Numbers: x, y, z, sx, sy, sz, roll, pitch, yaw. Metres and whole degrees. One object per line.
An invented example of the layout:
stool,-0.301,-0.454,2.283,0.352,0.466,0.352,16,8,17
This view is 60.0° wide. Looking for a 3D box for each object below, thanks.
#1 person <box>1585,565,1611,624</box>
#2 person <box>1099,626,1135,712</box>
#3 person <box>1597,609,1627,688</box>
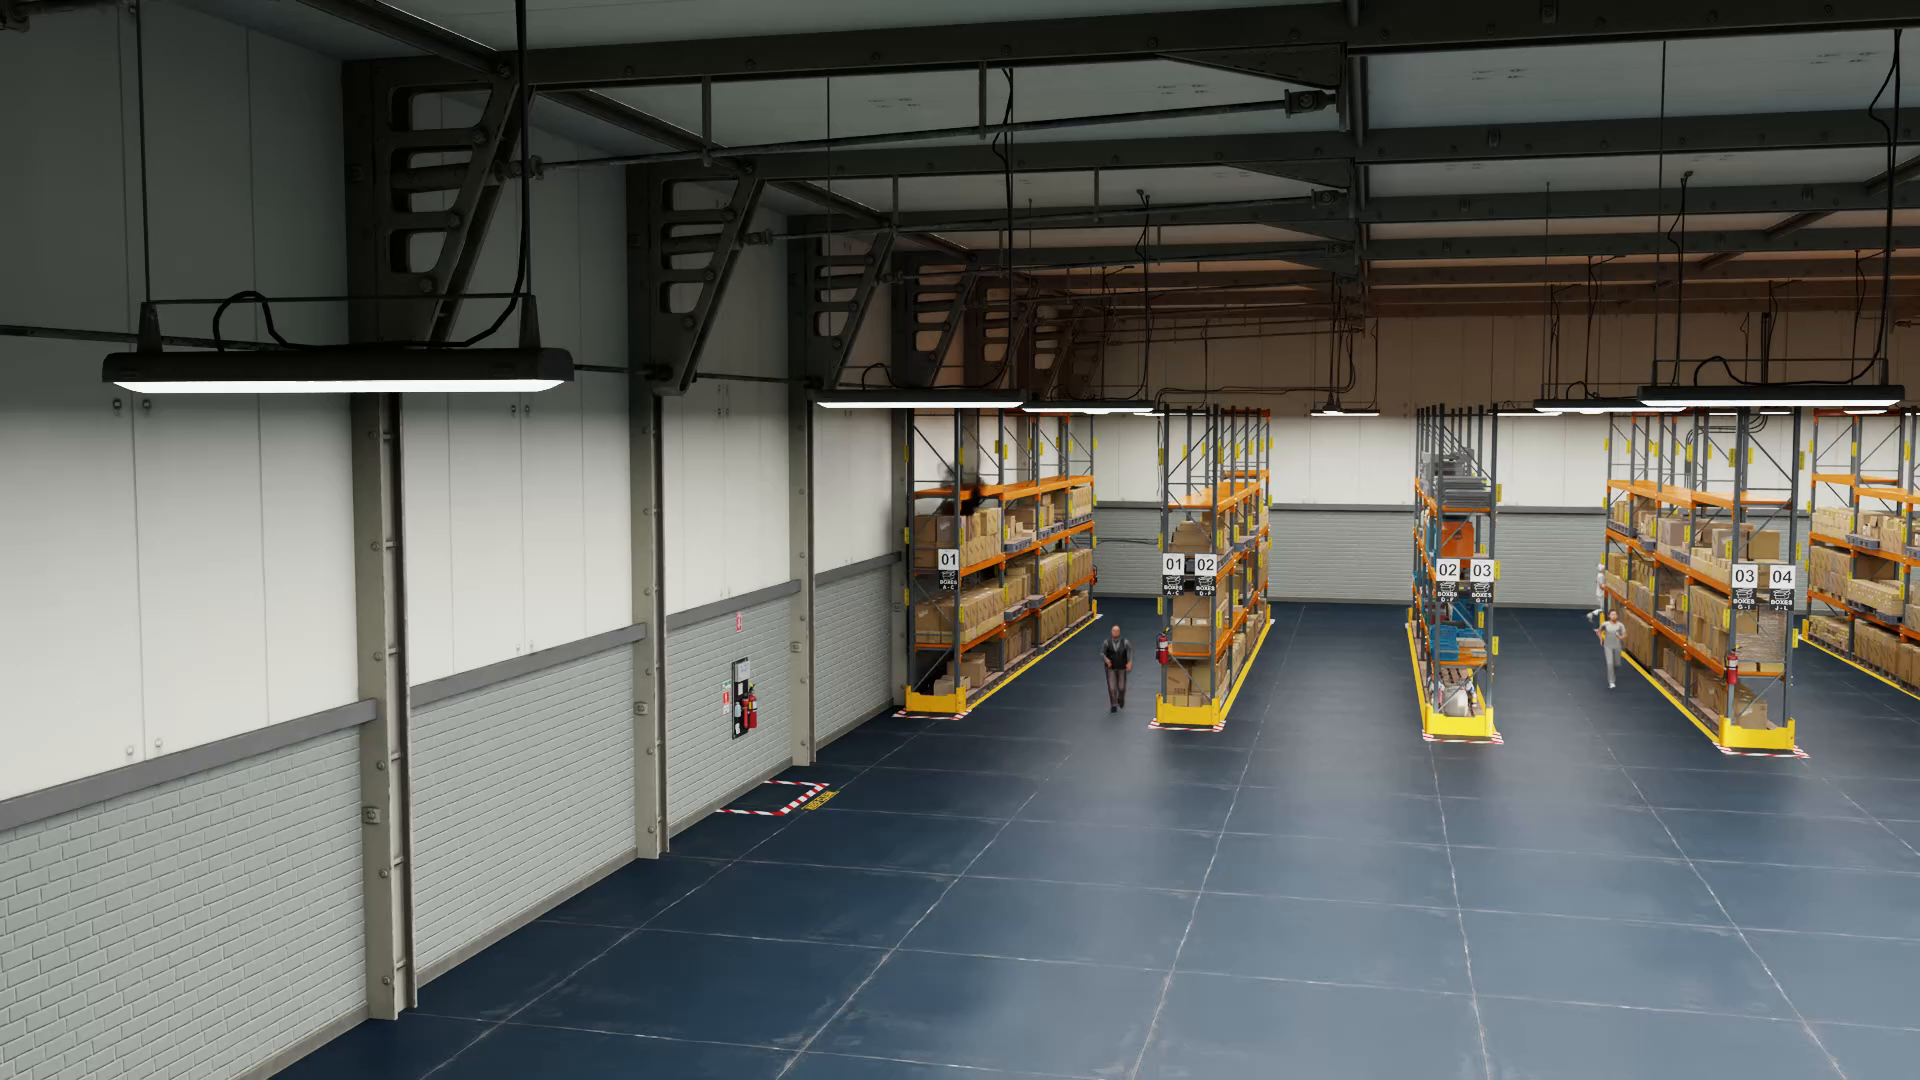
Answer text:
person,17.638,1.543,45.739,0.780,1.761,0.660,1,4,18
person,3.059,2.519,32.421,0.689,1.685,0.592,0,4,5
person,13.925,2.303,35.499,0.575,1.645,0.865,1,4,13
